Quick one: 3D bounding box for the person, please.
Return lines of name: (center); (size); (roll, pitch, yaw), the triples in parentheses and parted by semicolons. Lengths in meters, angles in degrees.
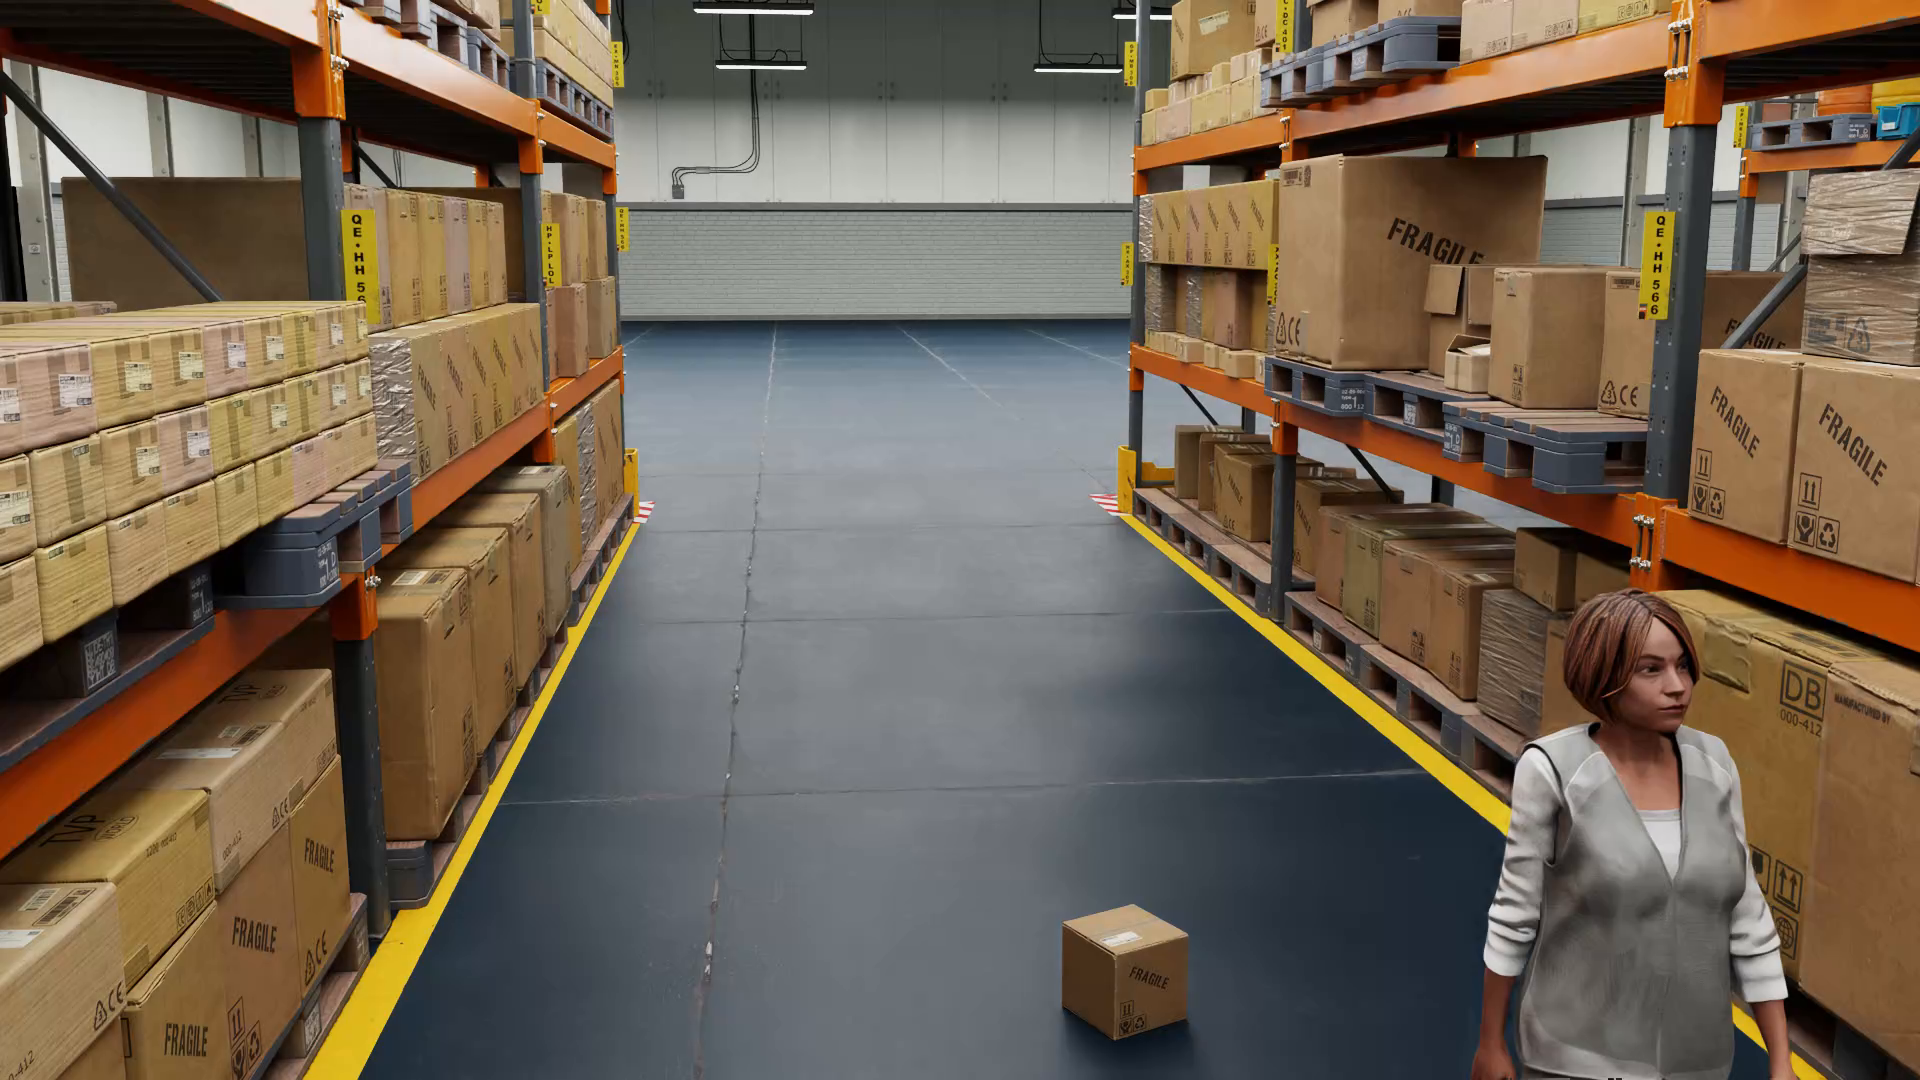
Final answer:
person: (1.097, 0.803, 2.813); (0.436, 1.496, 0.780); (-2, 10, -11)
